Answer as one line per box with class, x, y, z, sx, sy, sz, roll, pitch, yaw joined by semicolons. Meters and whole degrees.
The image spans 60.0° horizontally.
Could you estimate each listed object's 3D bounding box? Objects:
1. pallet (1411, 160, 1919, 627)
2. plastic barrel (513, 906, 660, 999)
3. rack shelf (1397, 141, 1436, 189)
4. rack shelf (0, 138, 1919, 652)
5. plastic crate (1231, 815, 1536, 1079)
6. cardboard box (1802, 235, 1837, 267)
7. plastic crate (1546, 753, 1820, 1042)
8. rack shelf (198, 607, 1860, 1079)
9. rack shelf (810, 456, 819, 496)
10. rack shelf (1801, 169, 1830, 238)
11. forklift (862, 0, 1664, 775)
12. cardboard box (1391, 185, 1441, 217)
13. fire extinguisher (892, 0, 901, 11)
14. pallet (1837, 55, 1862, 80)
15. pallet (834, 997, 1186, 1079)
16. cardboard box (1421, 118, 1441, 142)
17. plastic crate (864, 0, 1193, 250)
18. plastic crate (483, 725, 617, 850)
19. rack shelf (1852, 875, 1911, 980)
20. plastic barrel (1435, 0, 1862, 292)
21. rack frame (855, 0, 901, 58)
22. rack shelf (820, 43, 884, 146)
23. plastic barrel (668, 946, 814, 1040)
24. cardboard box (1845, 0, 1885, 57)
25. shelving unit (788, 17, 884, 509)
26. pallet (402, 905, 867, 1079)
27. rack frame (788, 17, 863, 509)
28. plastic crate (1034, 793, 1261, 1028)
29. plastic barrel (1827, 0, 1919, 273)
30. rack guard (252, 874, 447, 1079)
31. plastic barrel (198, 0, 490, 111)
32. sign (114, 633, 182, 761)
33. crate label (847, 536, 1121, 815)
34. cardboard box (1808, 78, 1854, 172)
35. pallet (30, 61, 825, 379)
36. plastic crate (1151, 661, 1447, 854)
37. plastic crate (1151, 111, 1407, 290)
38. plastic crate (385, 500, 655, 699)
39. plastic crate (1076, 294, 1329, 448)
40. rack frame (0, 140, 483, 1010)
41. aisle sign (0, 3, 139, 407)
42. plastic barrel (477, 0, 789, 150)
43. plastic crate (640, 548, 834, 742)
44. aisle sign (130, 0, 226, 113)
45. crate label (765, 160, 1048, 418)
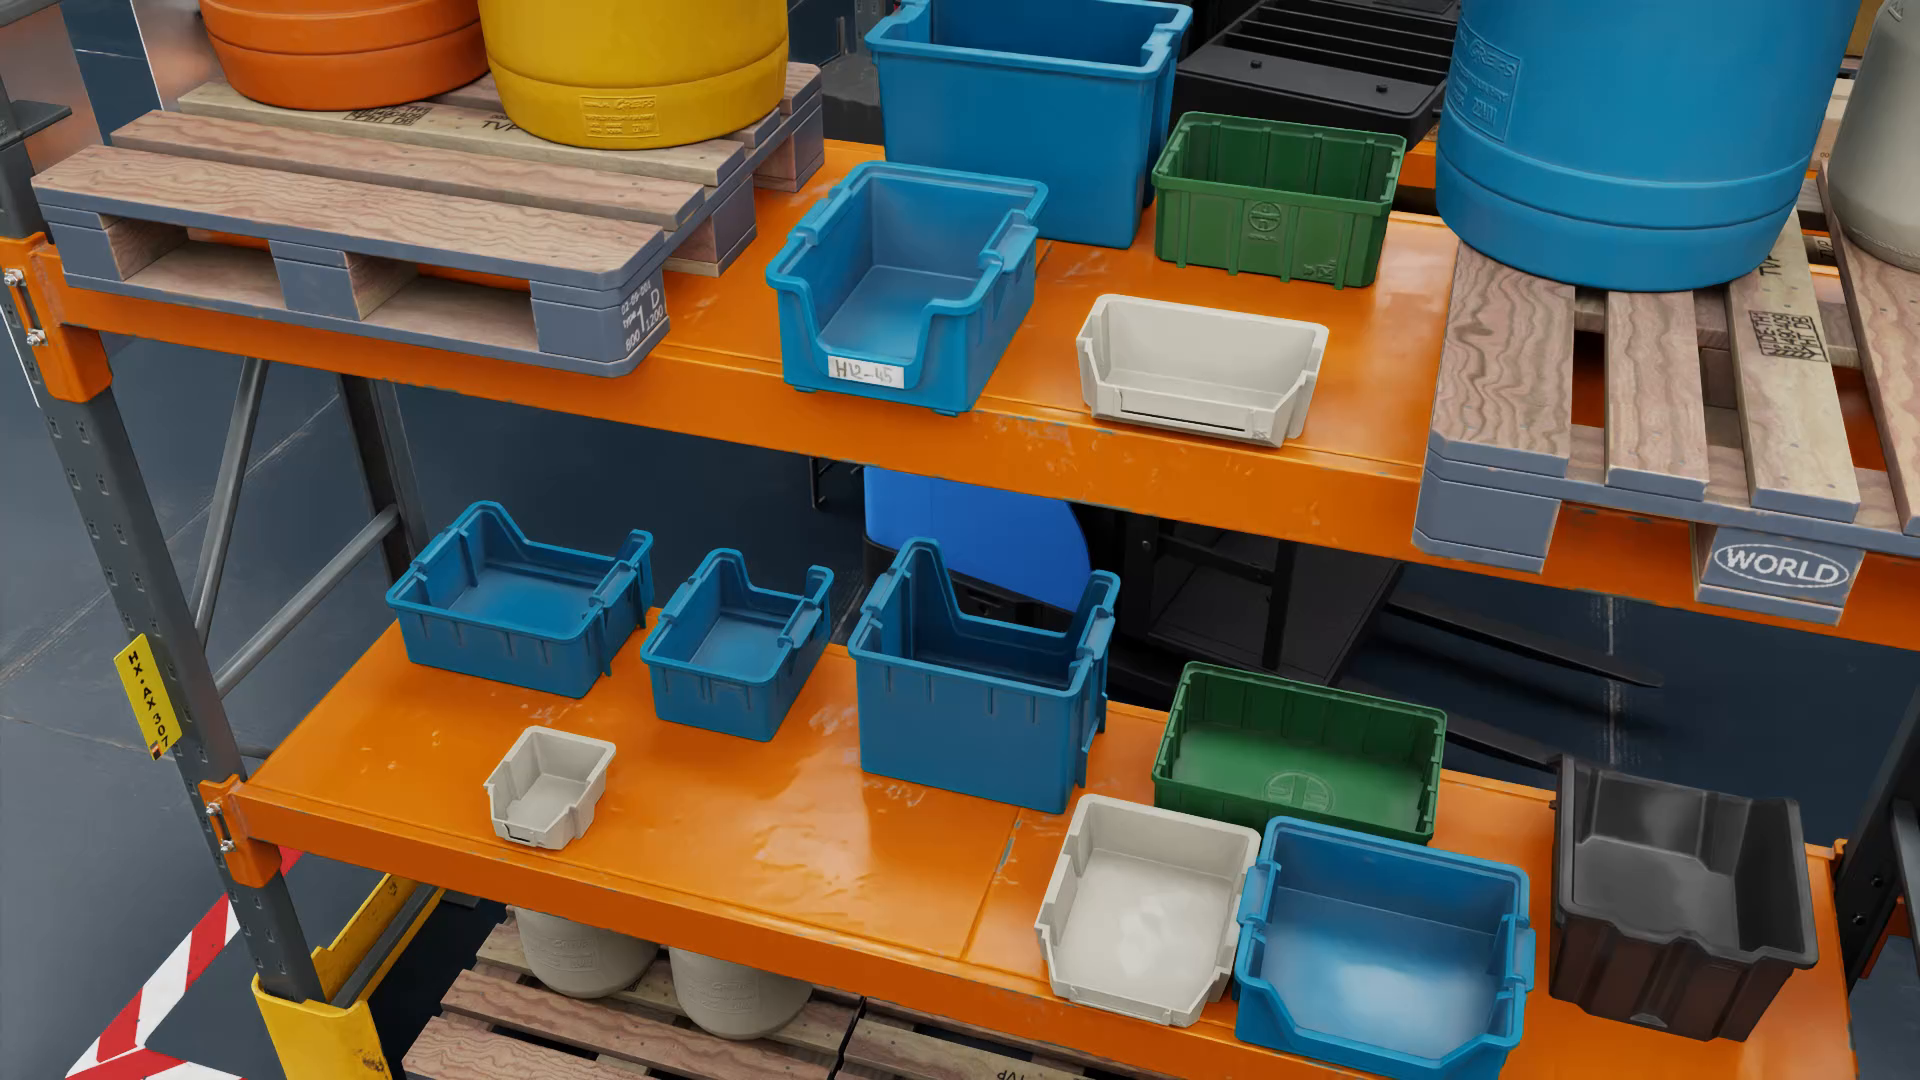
pallet;1.331;-0.319;2.781;1.003;0.211;1.213;10;38;14
plastic barrel;-1.118;1.085;4.990;0.421;0.512;0.421;0;36;0
rack shelf;1.620;-1.980;8.017;4.000;0.370;1.077;10;38;14
rack shelf;0.140;-0.386;3.321;4.000;0.370;1.077;10;38;14
plastic crate;0.911;0.904;3.617;0.616;0.251;0.499;10;38;14
cardboard box;4.001;-1.295;7.971;0.500;0.311;0.500;10;38;14
plastic crate;1.587;0.746;3.758;0.504;0.338;0.767;10;38;14
rack shelf;0.140;0.822;4.210;4.000;0.370;1.077;10;38;14
rack shelf;-0.343;-0.442;7.284;0.480;0.518;0.431;19;40;24
rack shelf;5.438;-1.273;7.056;4.000;0.370;1.077;10;38;14
forklift;1.138;-0.762;5.813;3.031;2.935;1.130;19;40;24
cardboard box;2.069;-1.420;7.981;0.500;0.500;0.500;10;38;14
fire extinguisher;-0.263;-2.876;8.692;0.183;0.674;0.296;10;38;14
pallet;5.746;-3.460;11.773;1.213;0.211;1.003;10;38;14
pallet;0.252;1.652;4.828;1.213;0.211;1.003;10;38;14
cardboard box;2.121;-2.212;7.640;0.500;0.500;0.700;11;38;15
plastic crate;0.141;-0.856;3.366;0.575;0.384;0.392;10;38;14
plastic crate;-1.011;0.625;4.093;0.250;0.136;0.298;10;38;14
rack shelf;3.958;1.529;3.249;4.000;0.370;1.077;10;38;14
plastic barrel;1.131;-0.930;2.675;0.708;0.901;0.600;10;38;14
rack frame;-0.289;-2.623;8.284;0.127;3.000;1.000;10;38;14
rack shelf;-0.343;-1.570;6.454;0.480;0.518;0.431;19;40;24
plastic barrel;-0.640;1.173;4.870;0.421;0.512;0.421;0;36;0
cardboard box;6.218;-3.707;11.493;0.500;0.500;0.700;10;37;13
shelving unit;-0.343;-1.017;6.861;0.503;2.100;0.431;19;40;24
pallet;-0.909;1.435;5.122;1.213;0.211;1.003;10;38;14
rack frame;-0.555;-1.089;6.958;0.015;2.100;0.400;19;40;24
plastic crate;0.423;0.848;3.790;0.437;0.136;0.530;10;38;14
plastic barrel;1.696;-0.724;2.724;0.421;0.512;0.421;0;36;0
rack guard;-1.683;1.172;5.236;0.348;0.500;1.175;10;38;14
plastic barrel;-1.268;-1.358;3.317;0.708;0.830;0.600;10;38;14
sign;-1.938;0.378;3.973;0.005;0.325;0.100;10;38;14
crate label;0.068;0.337;4.232;0.616;0.435;0.502;10;38;14
cardboard box;4.012;-1.794;7.283;0.500;0.250;0.500;13;38;17
pallet;-1.009;-0.752;3.370;1.213;0.211;1.003;10;38;14
plastic crate;0.837;0.571;4.122;0.662;0.188;0.450;10;38;14
plastic crate;0.624;-0.670;3.278;0.450;0.188;0.336;10;38;14
plastic crate;-1.202;0.158;4.631;0.616;0.251;0.499;10;38;14
plastic crate;0.396;-0.271;2.780;0.396;0.136;0.243;10;38;14
rack frame;-1.769;0.179;4.477;0.127;3.000;1.000;10;38;14
aisle sign;-1.925;-0.715;3.498;0.004;0.787;0.394;10;38;14
plastic barrel;-0.643;-1.145;3.231;0.600;0.588;0.600;0;36;0
plastic crate;-0.584;0.276;4.470;0.408;0.251;0.499;10;38;14
aisle sign;-1.750;-1.049;3.952;0.004;0.787;0.394;10;38;14
crate label;-0.081;-0.452;2.928;0.408;0.251;0.502;10;38;14
